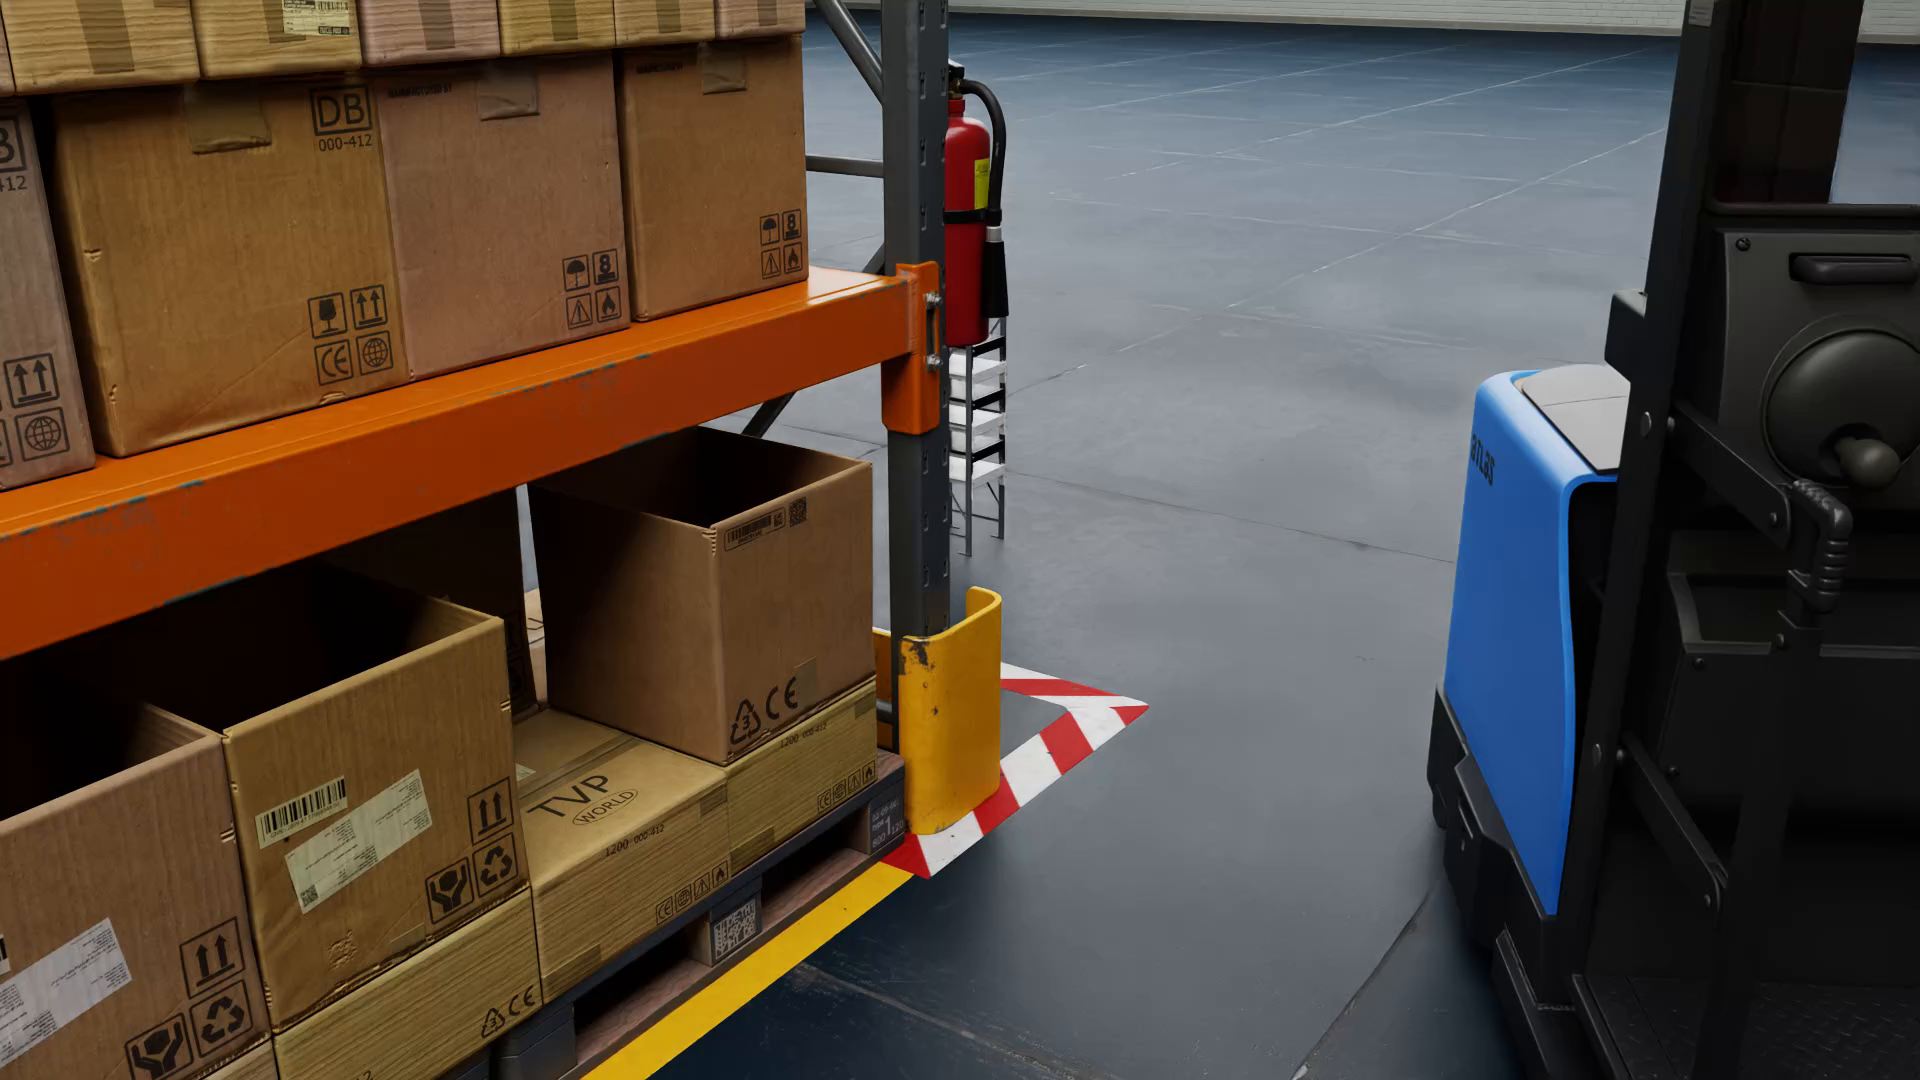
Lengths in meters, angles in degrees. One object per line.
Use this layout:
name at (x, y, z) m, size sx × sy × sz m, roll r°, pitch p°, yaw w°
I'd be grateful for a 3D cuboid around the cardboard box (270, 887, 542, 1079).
cardboard box at (-1.077, 0.731, 2.823) m, size 0.500 × 0.250 × 0.500 m, roll 13°, pitch 24°, yaw 32°

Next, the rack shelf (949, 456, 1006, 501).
rack shelf at (-0.005, -0.220, 5.677) m, size 0.258 × 0.077 × 0.200 m, roll 13°, pitch 24°, yaw 32°

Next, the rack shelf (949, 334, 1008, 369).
rack shelf at (-0.005, -0.642, 5.520) m, size 0.258 × 0.077 × 0.200 m, roll 13°, pitch 24°, yaw 32°

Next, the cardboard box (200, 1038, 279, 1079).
cardboard box at (-1.360, 0.874, 2.436) m, size 0.500 × 0.250 × 0.500 m, roll 13°, pitch 24°, yaw 32°

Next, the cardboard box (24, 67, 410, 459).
cardboard box at (-1.318, -0.485, 2.608) m, size 0.700 × 0.500 × 0.500 m, roll 13°, pitch 24°, yaw 32°

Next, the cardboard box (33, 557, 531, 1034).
cardboard box at (-1.075, 0.380, 2.691) m, size 0.500 × 0.500 × 0.500 m, roll 13°, pitch 24°, yaw 32°

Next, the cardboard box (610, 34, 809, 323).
cardboard box at (-0.742, -0.778, 3.400) m, size 0.700 × 0.500 × 0.500 m, roll 13°, pitch 24°, yaw 32°

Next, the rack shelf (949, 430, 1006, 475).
rack shelf at (-0.005, -0.304, 5.645) m, size 0.258 × 0.077 × 0.200 m, roll 13°, pitch 24°, yaw 32°

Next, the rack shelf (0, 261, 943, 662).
rack shelf at (-1.594, 0.049, 2.347) m, size 1.077 × 0.370 × 4.000 m, roll 13°, pitch 24°, yaw 32°

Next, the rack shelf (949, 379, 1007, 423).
rack shelf at (-0.005, -0.473, 5.583) m, size 0.258 × 0.077 × 0.200 m, roll 13°, pitch 24°, yaw 32°

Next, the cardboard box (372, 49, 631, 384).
cardboard box at (-1.034, -0.626, 2.991) m, size 0.700 × 0.500 × 0.500 m, roll 14°, pitch 24°, yaw 33°

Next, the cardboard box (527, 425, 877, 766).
cardboard box at (-0.525, 0.090, 3.474) m, size 0.500 × 0.500 × 0.500 m, roll 13°, pitch 24°, yaw 32°

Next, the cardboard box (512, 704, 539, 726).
cardboard box at (-1.233, 0.485, 3.489) m, size 0.500 × 0.250 × 0.500 m, roll 13°, pitch 24°, yaw 32°

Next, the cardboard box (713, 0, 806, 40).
cardboard box at (-0.527, -1.067, 3.246) m, size 0.380 × 0.149 × 0.250 m, roll 13°, pitch 24°, yaw 31°

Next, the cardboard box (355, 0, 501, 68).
cardboard box at (-0.959, -0.846, 2.650) m, size 0.380 × 0.149 × 0.250 m, roll 14°, pitch 24°, yaw 33°

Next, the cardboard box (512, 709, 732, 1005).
cardboard box at (-0.798, 0.587, 3.211) m, size 0.500 × 0.250 × 0.500 m, roll 13°, pitch 24°, yaw 32°

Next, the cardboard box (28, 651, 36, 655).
cardboard box at (-1.505, 0.279, 2.965) m, size 0.500 × 0.500 × 0.500 m, roll 13°, pitch 24°, yaw 32°

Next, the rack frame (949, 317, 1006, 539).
rack frame at (0.053, -0.449, 5.681) m, size 0.240 × 0.900 × 0.006 m, roll 13°, pitch 24°, yaw 32°

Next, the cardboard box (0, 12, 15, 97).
cardboard box at (-1.397, -0.621, 2.042) m, size 0.380 × 0.149 × 0.250 m, roll 13°, pitch 24°, yaw 31°

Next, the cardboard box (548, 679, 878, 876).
cardboard box at (-0.526, 0.442, 3.606) m, size 0.500 × 0.250 × 0.500 m, roll 13°, pitch 24°, yaw 32°

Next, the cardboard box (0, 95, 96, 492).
cardboard box at (-1.610, -0.333, 2.198) m, size 0.700 × 0.500 × 0.500 m, roll 14°, pitch 25°, yaw 33°

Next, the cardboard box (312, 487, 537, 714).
cardboard box at (-1.234, 0.133, 3.360) m, size 0.500 × 0.500 × 0.500 m, roll 13°, pitch 24°, yaw 32°

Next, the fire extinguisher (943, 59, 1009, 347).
fire extinguisher at (-0.019, -0.770, 3.633) m, size 0.296 × 0.674 × 0.183 m, roll 13°, pitch 24°, yaw 32°

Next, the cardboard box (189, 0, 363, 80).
cardboard box at (-1.107, -0.771, 2.446) m, size 0.380 × 0.149 × 0.250 m, roll 14°, pitch 25°, yaw 33°

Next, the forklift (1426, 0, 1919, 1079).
forklift at (1.543, -0.230, 2.162) m, size 1.130 × 2.935 × 3.031 m, roll 1°, pitch 20°, yaw 4°

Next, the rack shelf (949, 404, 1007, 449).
rack shelf at (-0.005, -0.388, 5.614) m, size 0.258 × 0.077 × 0.200 m, roll 13°, pitch 24°, yaw 32°

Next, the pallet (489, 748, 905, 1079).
pallet at (-0.865, 0.673, 3.642) m, size 1.003 × 0.211 × 1.213 m, roll 13°, pitch 24°, yaw 32°

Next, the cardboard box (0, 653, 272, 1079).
cardboard box at (-1.357, 0.523, 2.304) m, size 0.500 × 0.500 × 0.500 m, roll 13°, pitch 24°, yaw 32°

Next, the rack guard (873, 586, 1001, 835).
rack guard at (-0.456, 0.303, 4.225) m, size 1.175 × 0.500 × 0.348 m, roll 13°, pitch 24°, yaw 32°

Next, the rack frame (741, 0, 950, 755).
rack frame at (-0.469, -0.863, 3.773) m, size 1.000 × 3.000 × 0.127 m, roll 13°, pitch 24°, yaw 32°

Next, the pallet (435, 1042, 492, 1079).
pallet at (-1.551, 1.021, 2.699) m, size 1.003 × 0.211 × 1.213 m, roll 13°, pitch 24°, yaw 32°

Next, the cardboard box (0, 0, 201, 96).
cardboard box at (-1.253, -0.695, 2.241) m, size 0.380 × 0.149 × 0.250 m, roll 14°, pitch 25°, yaw 33°

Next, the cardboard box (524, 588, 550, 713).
cardboard box at (-0.955, 0.341, 3.879) m, size 0.500 × 0.250 × 0.500 m, roll 13°, pitch 24°, yaw 32°

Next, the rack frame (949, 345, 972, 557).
rack frame at (-0.062, -0.391, 5.524) m, size 0.240 × 0.900 × 0.006 m, roll 13°, pitch 24°, yaw 32°

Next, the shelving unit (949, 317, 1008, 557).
shelving unit at (-0.005, -0.420, 5.603) m, size 0.258 × 0.900 × 0.210 m, roll 13°, pitch 24°, yaw 32°

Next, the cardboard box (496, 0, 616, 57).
cardboard box at (-0.816, -0.918, 2.844) m, size 0.380 × 0.149 × 0.250 m, roll 13°, pitch 24°, yaw 31°

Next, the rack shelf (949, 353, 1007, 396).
rack shelf at (-0.005, -0.557, 5.552) m, size 0.258 × 0.077 × 0.200 m, roll 13°, pitch 24°, yaw 32°

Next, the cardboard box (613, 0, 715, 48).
cardboard box at (-0.673, -0.992, 3.043) m, size 0.380 × 0.149 × 0.250 m, roll 14°, pitch 24°, yaw 33°
